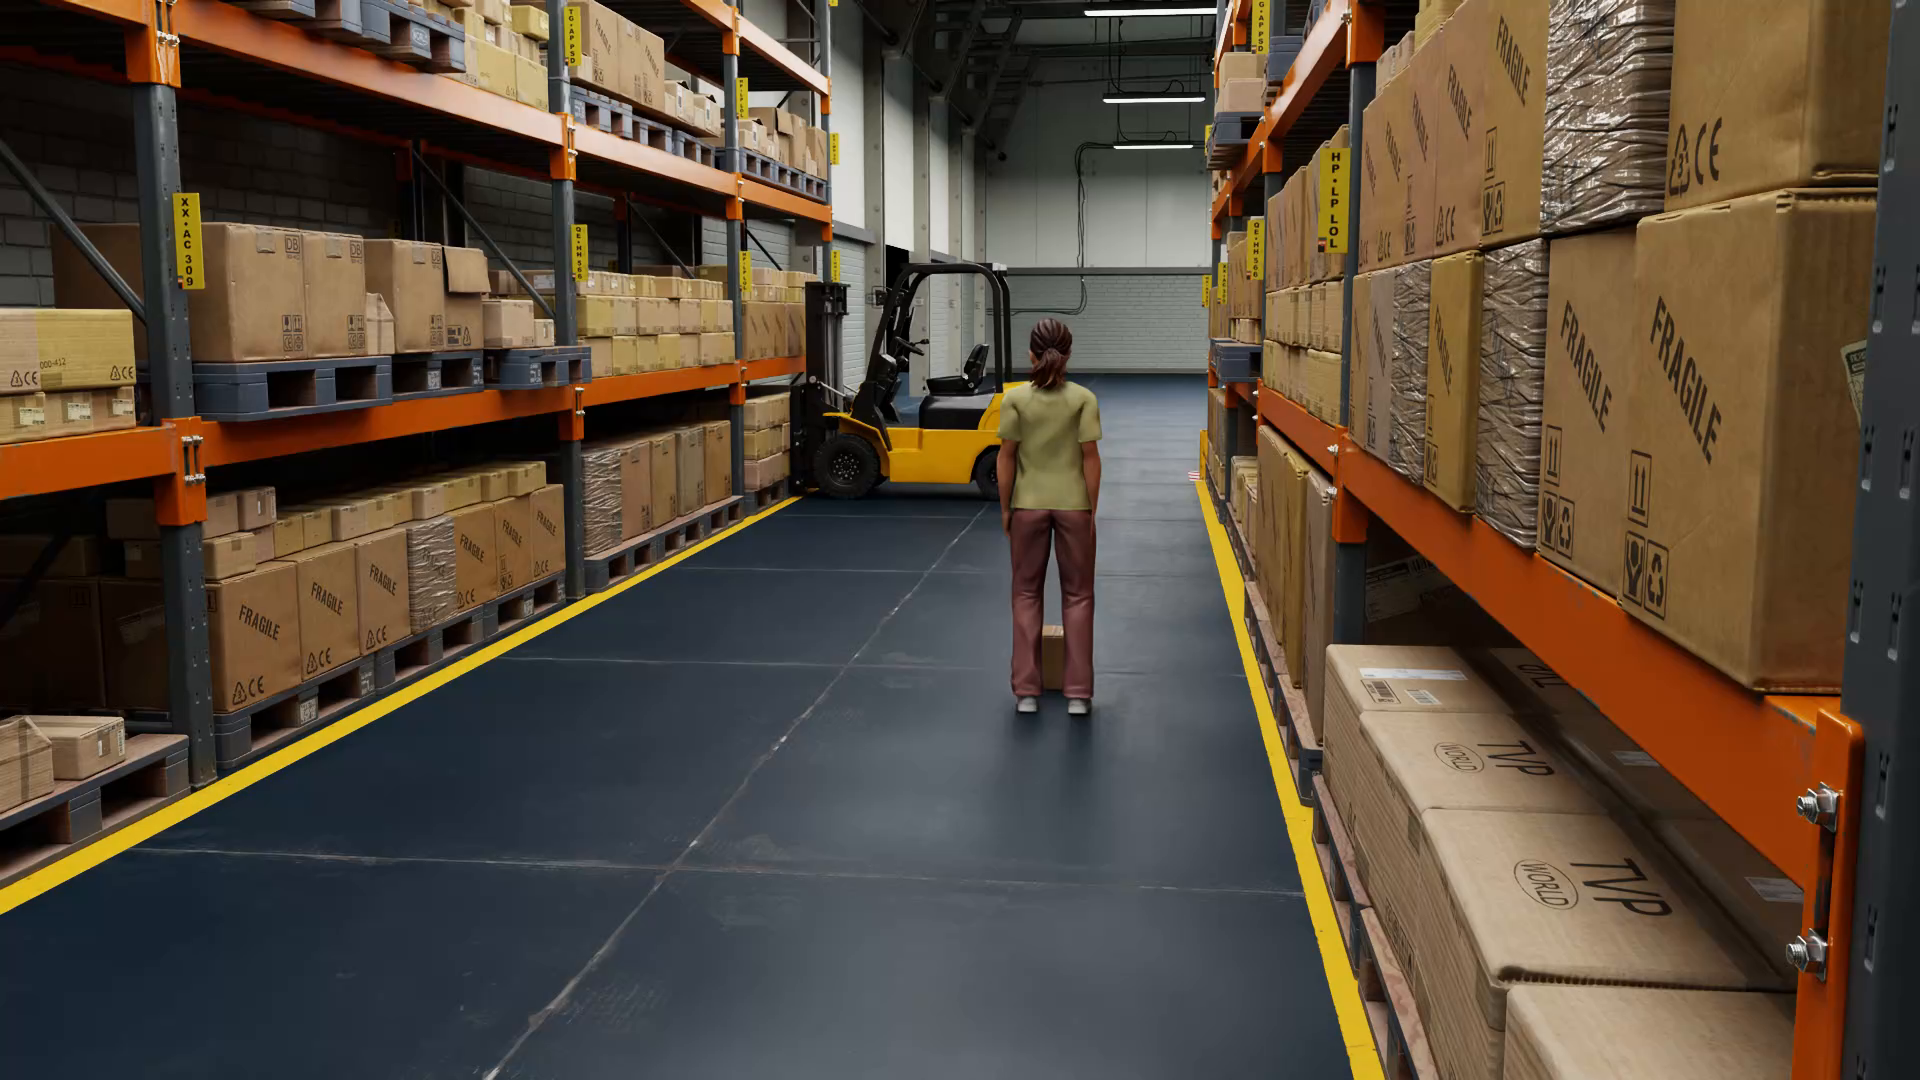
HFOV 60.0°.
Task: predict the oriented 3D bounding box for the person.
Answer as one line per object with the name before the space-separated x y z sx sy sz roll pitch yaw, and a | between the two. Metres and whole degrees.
person | 0.380 -0.098 7.063 0.447 1.674 0.344 1 8 7
